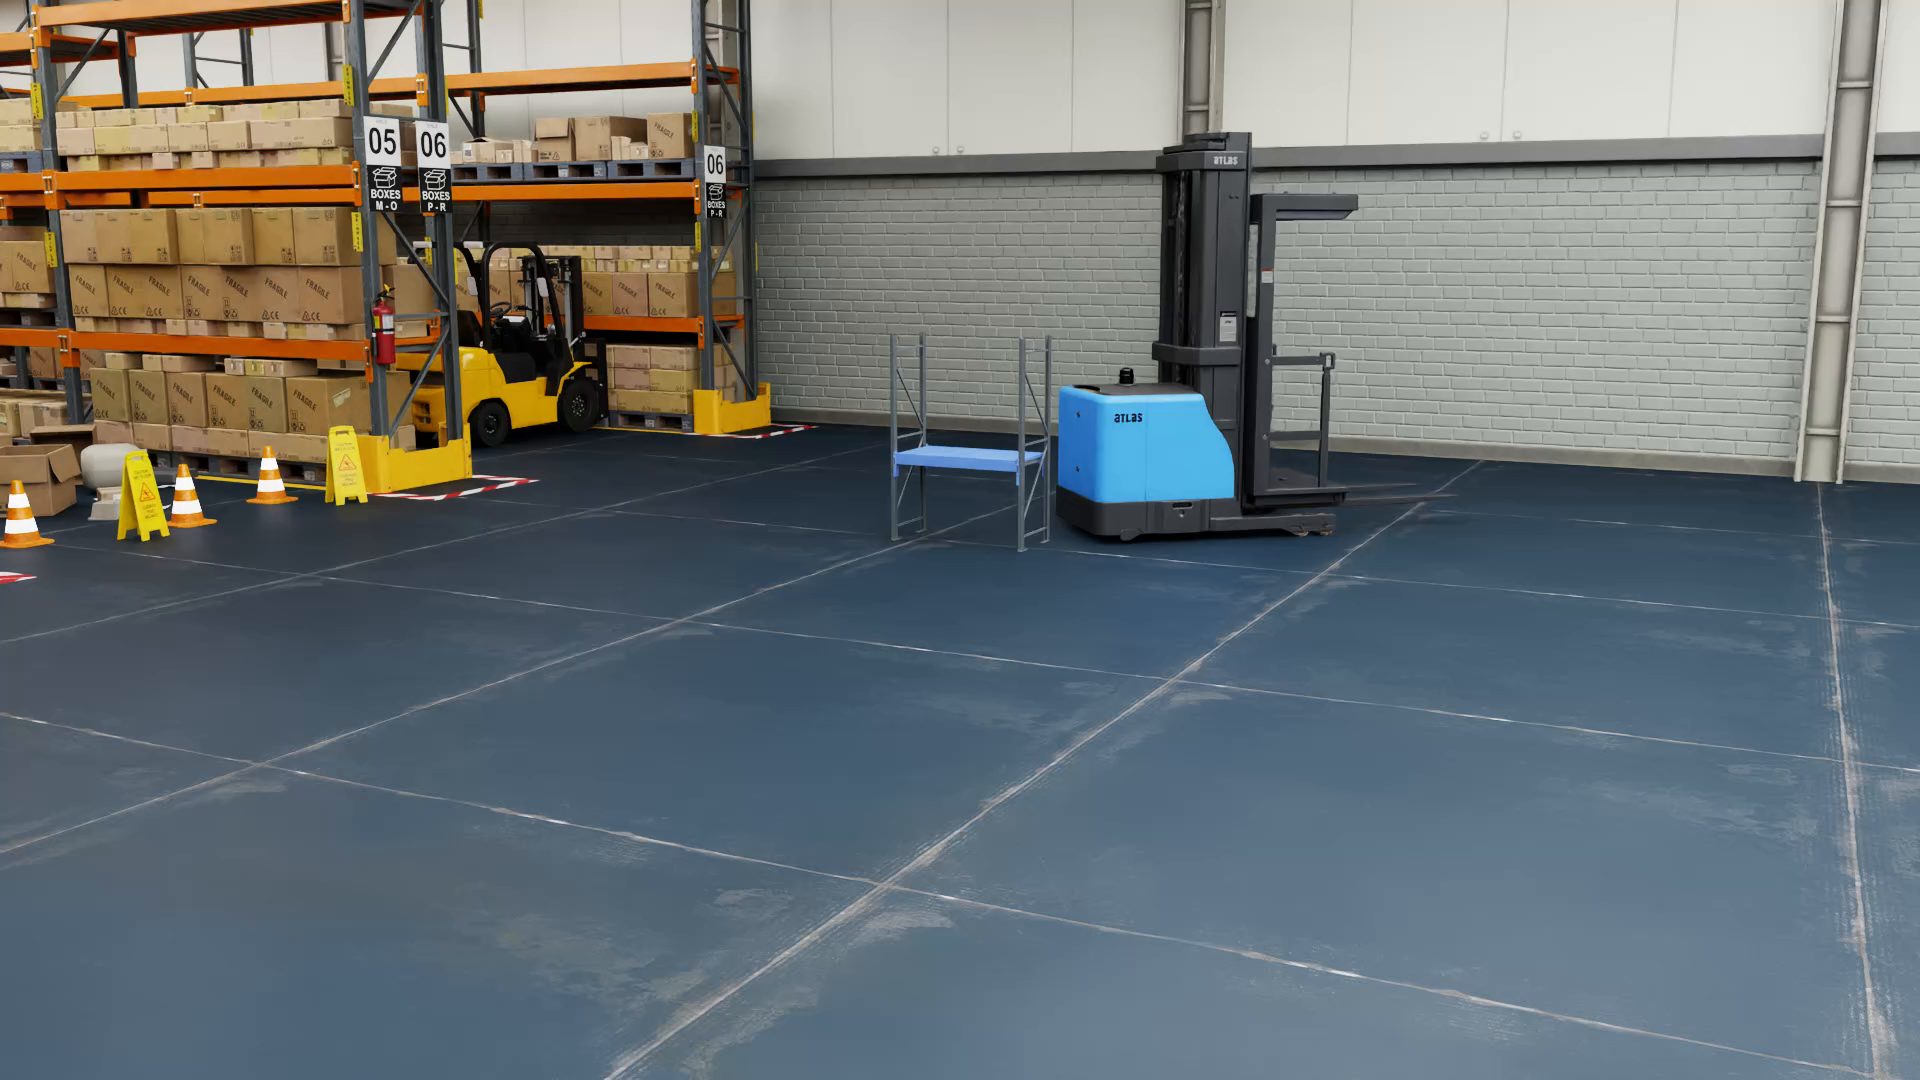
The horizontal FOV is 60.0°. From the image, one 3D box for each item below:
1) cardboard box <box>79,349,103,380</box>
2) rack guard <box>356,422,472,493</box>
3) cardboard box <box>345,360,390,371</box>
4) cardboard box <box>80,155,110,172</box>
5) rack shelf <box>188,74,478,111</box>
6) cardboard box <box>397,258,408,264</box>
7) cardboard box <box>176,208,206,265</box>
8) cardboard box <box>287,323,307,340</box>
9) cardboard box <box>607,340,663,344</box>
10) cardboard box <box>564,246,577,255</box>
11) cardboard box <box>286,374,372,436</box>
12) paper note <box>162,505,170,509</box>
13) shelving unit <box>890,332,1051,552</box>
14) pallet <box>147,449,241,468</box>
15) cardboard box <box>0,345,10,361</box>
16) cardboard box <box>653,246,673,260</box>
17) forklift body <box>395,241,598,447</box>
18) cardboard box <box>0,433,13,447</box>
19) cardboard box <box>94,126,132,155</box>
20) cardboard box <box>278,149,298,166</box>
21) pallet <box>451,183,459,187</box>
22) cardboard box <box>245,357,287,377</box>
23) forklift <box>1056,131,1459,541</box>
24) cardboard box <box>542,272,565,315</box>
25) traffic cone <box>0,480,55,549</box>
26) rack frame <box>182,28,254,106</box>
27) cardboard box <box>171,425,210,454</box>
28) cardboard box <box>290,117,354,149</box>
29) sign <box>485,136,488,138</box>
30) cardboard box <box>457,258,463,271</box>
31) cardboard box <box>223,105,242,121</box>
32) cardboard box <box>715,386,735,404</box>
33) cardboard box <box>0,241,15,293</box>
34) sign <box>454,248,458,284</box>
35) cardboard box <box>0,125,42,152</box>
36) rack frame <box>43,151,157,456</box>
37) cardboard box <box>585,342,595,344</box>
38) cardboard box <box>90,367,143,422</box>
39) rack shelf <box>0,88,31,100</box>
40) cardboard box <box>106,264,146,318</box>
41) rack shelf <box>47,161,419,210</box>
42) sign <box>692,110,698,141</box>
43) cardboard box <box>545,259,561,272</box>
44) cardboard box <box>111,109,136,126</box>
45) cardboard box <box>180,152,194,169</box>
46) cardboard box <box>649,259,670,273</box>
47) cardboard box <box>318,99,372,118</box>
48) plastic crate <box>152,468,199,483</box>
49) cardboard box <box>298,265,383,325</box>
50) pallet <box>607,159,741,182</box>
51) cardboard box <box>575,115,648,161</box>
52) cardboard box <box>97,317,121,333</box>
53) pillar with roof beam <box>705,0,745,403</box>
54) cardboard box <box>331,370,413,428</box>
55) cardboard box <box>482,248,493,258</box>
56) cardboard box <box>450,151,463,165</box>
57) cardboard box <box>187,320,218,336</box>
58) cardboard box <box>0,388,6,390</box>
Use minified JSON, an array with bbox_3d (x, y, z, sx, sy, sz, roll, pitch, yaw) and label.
[{"bbox_3d":[-12.162,-2.539,23.677,0.500,0.500,0.500,5,11,24],"label":"cardboard box"},{"bbox_3d":[-4.924,-0.754,14.995,0.348,0.500,1.175,5,11,26],"label":"rack guard"},{"bbox_3d":[-7.415,-2.227,21.599,0.625,0.625,0.875,5,11,25],"label":"cardboard box"},{"bbox_3d":[-8.063,-3.552,15.718,0.250,0.149,0.380,5,11,26],"label":"cardboard box"},{"bbox_3d":[-8.043,-5.646,21.299,4.000,0.370,1.077,5,11,26],"label":"rack shelf"},{"bbox_3d":[-6.894,-3.464,20.845,0.250,0.149,0.380,5,11,25],"label":"cardboard box"},{"bbox_3d":[-6.750,-2.798,15.342,0.500,0.500,0.700,5,11,25],"label":"cardboard box"},{"bbox_3d":[-5.782,-1.876,14.879,0.250,0.149,0.380,5,11,25],"label":"cardboard box"},{"bbox_3d":[-3.903,-2.265,20.057,0.500,0.250,0.500,5,11,25],"label":"cardboard box"},{"bbox_3d":[-4.455,-3.401,19.660,0.250,0.149,0.380,5,11,27],"label":"cardboard box"},{"bbox_3d":[-5.689,-1.223,14.999,0.500,0.500,0.500,5,11,26],"label":"cardboard box"},{"bbox_3d":[-6.584,-0.274,13.659,0.142,0.019,0.148,1,10,6],"label":"paper note"},{"bbox_3d":[0.077,-0.731,12.060,1.048,1.500,0.538,5,11,26],"label":"shelving unit"},{"bbox_3d":[-7.825,-0.874,16.468,1.213,0.211,1.003,5,11,26],"label":"pallet"},{"bbox_3d":[-14.824,-2.790,25.064,0.500,0.500,0.700,5,11,24],"label":"cardboard box"},{"bbox_3d":[-3.312,-3.295,19.078,0.250,0.149,0.380,5,11,26],"label":"cardboard box"},{"bbox_3d":[-5.170,-2.212,18.412,1.214,2.155,2.313,5,11,26],"label":"forklift body"},{"bbox_3d":[-8.393,-0.623,13.880,0.503,0.637,0.797,5,11,26],"label":"cardboard box"},{"bbox_3d":[-7.703,-3.725,15.551,0.500,0.250,0.500,5,11,25],"label":"cardboard box"},{"bbox_3d":[-5.760,-3.355,14.628,0.250,0.149,0.380,5,12,28],"label":"cardboard box"},{"bbox_3d":[-7.046,-4.536,20.985,1.217,0.209,0.805,5,11,24],"label":"pallet"},{"bbox_3d":[-6.272,-1.580,15.154,0.250,0.149,0.380,5,12,27],"label":"cardboard box"},{"bbox_3d":[2.318,-1.557,12.602,3.031,2.935,1.130,-3,11,-14],"label":"forklift"},{"bbox_3d":[-4.597,-2.938,19.761,0.500,0.500,0.500,5,11,26],"label":"cardboard box"},{"bbox_3d":[-6.803,-0.200,12.037,0.334,0.463,0.336,5,11,26],"label":"traffic cone"},{"bbox_3d":[-9.837,-6.354,22.070,0.127,3.000,1.000,5,11,26],"label":"rack frame"},{"bbox_3d":[-7.072,-0.976,15.742,0.500,0.250,0.500,5,11,25],"label":"cardboard box"},{"bbox_3d":[-5.434,-3.524,14.444,0.500,0.250,0.500,5,11,25],"label":"cardboard box"},{"bbox_3d":[-6.006,-4.945,21.033,0.005,0.325,0.100,5,11,26],"label":"sign"},{"bbox_3d":[-6.080,-3.388,20.425,0.250,0.149,0.380,5,11,25],"label":"cardboard box"},{"bbox_3d":[-6.385,-3.820,14.957,0.250,0.149,0.380,5,11,24],"label":"cardboard box"},{"bbox_3d":[-3.017,-1.695,19.715,0.500,0.250,0.500,5,11,26],"label":"cardboard box"},{"bbox_3d":[-9.404,-2.734,16.621,0.500,0.500,0.500,5,11,26],"label":"cardboard box"},{"bbox_3d":[-4.616,-2.491,15.141,0.005,0.325,0.100,5,11,26],"label":"sign"},{"bbox_3d":[-9.031,-3.925,16.316,0.500,0.250,0.500,5,11,25],"label":"cardboard box"},{"bbox_3d":[-8.443,-2.294,16.481,0.127,3.000,1.000,5,11,26],"label":"rack frame"},{"bbox_3d":[-4.582,-2.222,19.820,0.500,0.250,0.500,5,11,25],"label":"cardboard box"},{"bbox_3d":[-8.033,-1.427,16.126,0.500,0.500,0.500,6,12,29],"label":"cardboard box"},{"bbox_3d":[-15.218,-6.471,24.747,4.000,0.370,1.077,5,11,26],"label":"rack shelf"},{"bbox_3d":[-7.711,-2.374,15.810,0.500,0.500,0.500,5,11,26],"label":"cardboard box"},{"bbox_3d":[-6.649,-3.258,15.407,4.000,0.370,1.077,5,11,26],"label":"rack shelf"},{"bbox_3d":[-2.915,-4.559,18.309,0.005,0.325,0.100,5,11,26],"label":"sign"},{"bbox_3d":[-4.702,-3.263,19.734,0.250,0.149,0.380,5,11,25],"label":"cardboard box"},{"bbox_3d":[-7.602,-3.898,15.391,0.250,0.149,0.380,5,11,25],"label":"cardboard box"},{"bbox_3d":[-6.887,-3.460,15.210,0.250,0.149,0.380,5,11,26],"label":"cardboard box"},{"bbox_3d":[-3.340,-3.138,19.043,0.250,0.149,0.380,5,12,27],"label":"cardboard box"},{"bbox_3d":[-5.290,-3.703,14.310,0.250,0.149,0.380,5,11,26],"label":"cardboard box"},{"bbox_3d":[-7.398,-0.602,15.334,0.583,0.080,0.402,1,10,6],"label":"plastic crate"},{"bbox_3d":[-5.464,-2.173,14.697,0.500,0.500,0.500,5,11,25],"label":"cardboard box"},{"bbox_3d":[-3.285,-4.264,19.192,1.213,0.211,1.003,5,11,26],"label":"pallet"},{"bbox_3d":[-4.042,-4.645,19.310,0.500,0.500,0.700,5,11,26],"label":"cardboard box"},{"bbox_3d":[-8.053,-2.082,16.019,0.250,0.149,0.380,5,12,27],"label":"cardboard box"},{"bbox_3d":[-4.793,-5.235,15.886,0.400,9.000,9.100,5,11,26],"label":"pillar with roof beam"},{"bbox_3d":[-5.478,-1.311,15.485,0.500,0.500,0.500,5,11,24],"label":"cardboard box"},{"bbox_3d":[-5.588,-3.504,20.232,0.250,0.149,0.380,5,11,25],"label":"cardboard box"},{"bbox_3d":[-5.982,-4.611,20.108,0.250,0.149,0.380,5,12,27],"label":"cardboard box"},{"bbox_3d":[-6.921,-1.976,15.433,0.250,0.149,0.380,5,11,26],"label":"cardboard box"},{"bbox_3d":[-10.862,-1.419,17.850,0.625,0.372,0.950,5,11,25],"label":"cardboard box"}]
